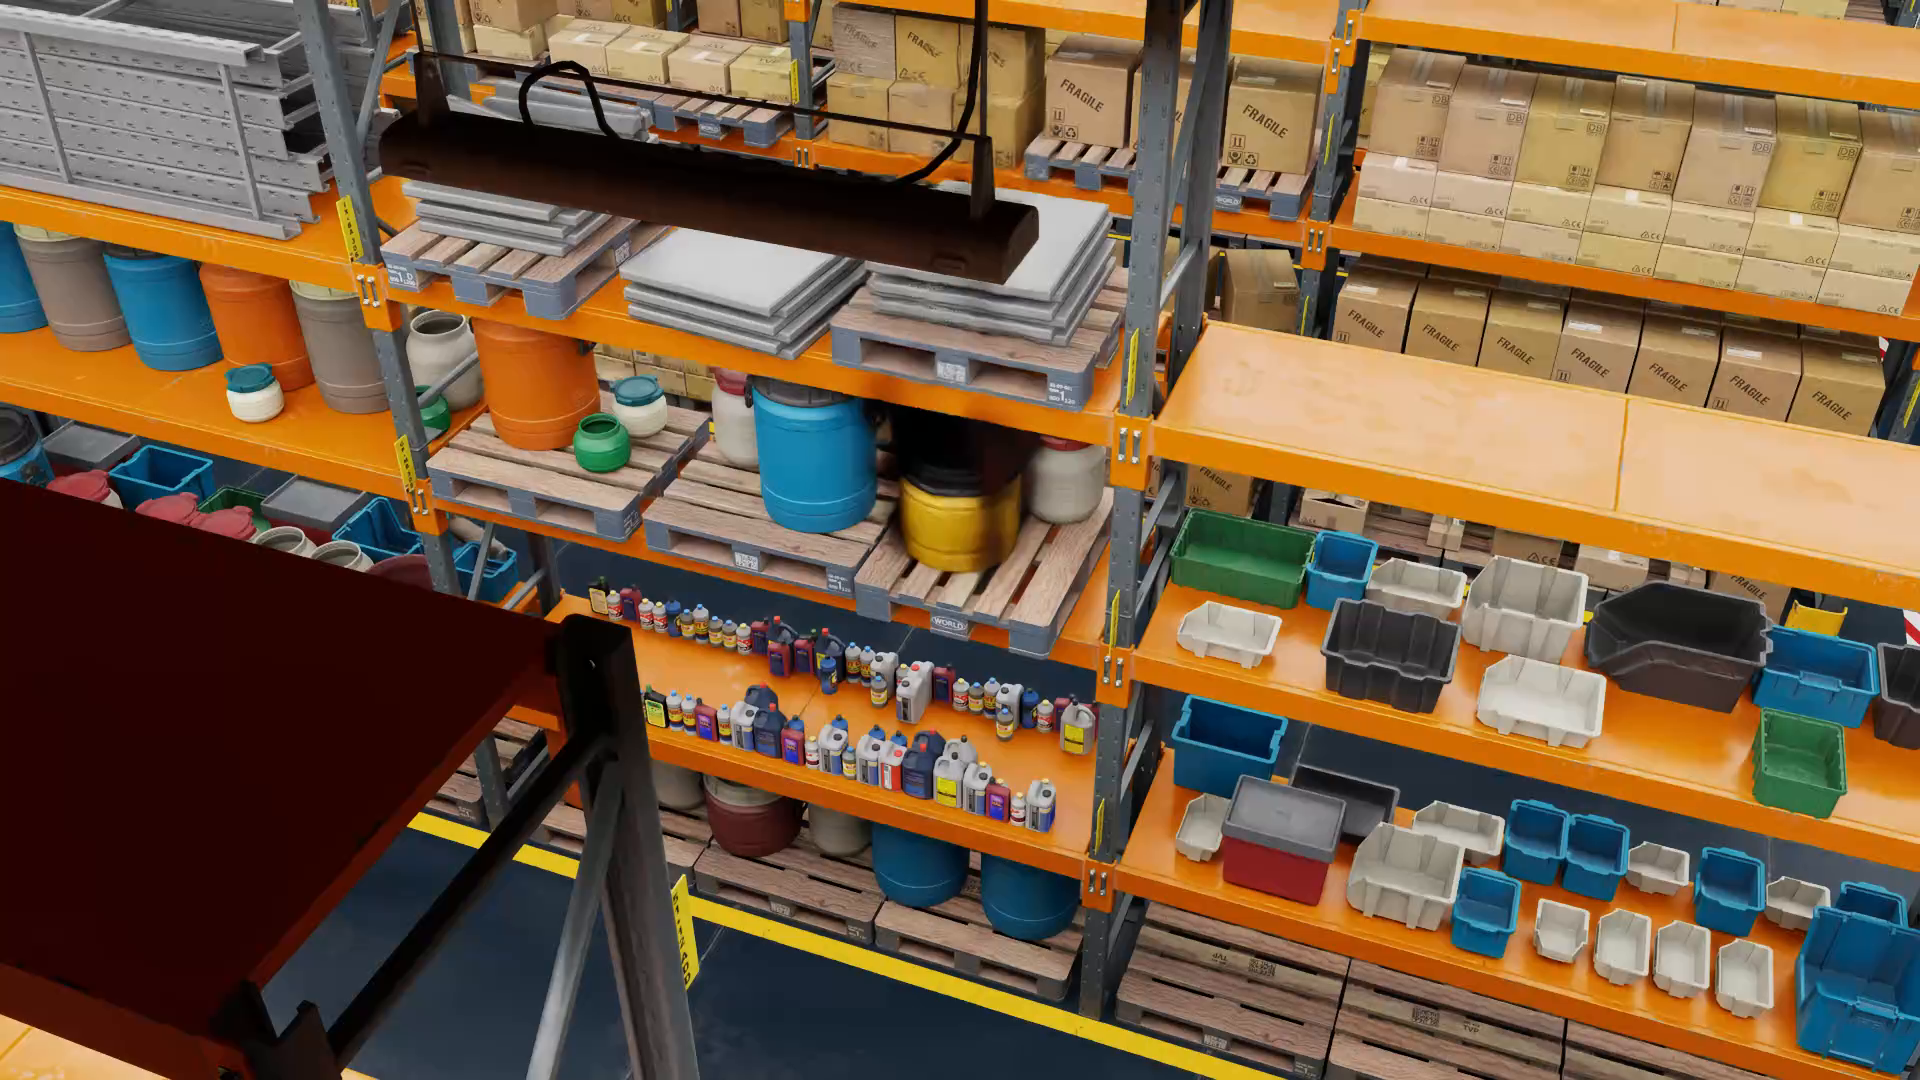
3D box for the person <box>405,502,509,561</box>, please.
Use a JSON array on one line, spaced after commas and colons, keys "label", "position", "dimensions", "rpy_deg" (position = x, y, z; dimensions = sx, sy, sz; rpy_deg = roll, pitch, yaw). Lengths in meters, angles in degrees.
[{"label": "person", "position": [-3.908, -0.381, 12.491], "dimensions": [0.841, 1.721, 0.666], "rpy_deg": [9, 37, 12]}]
